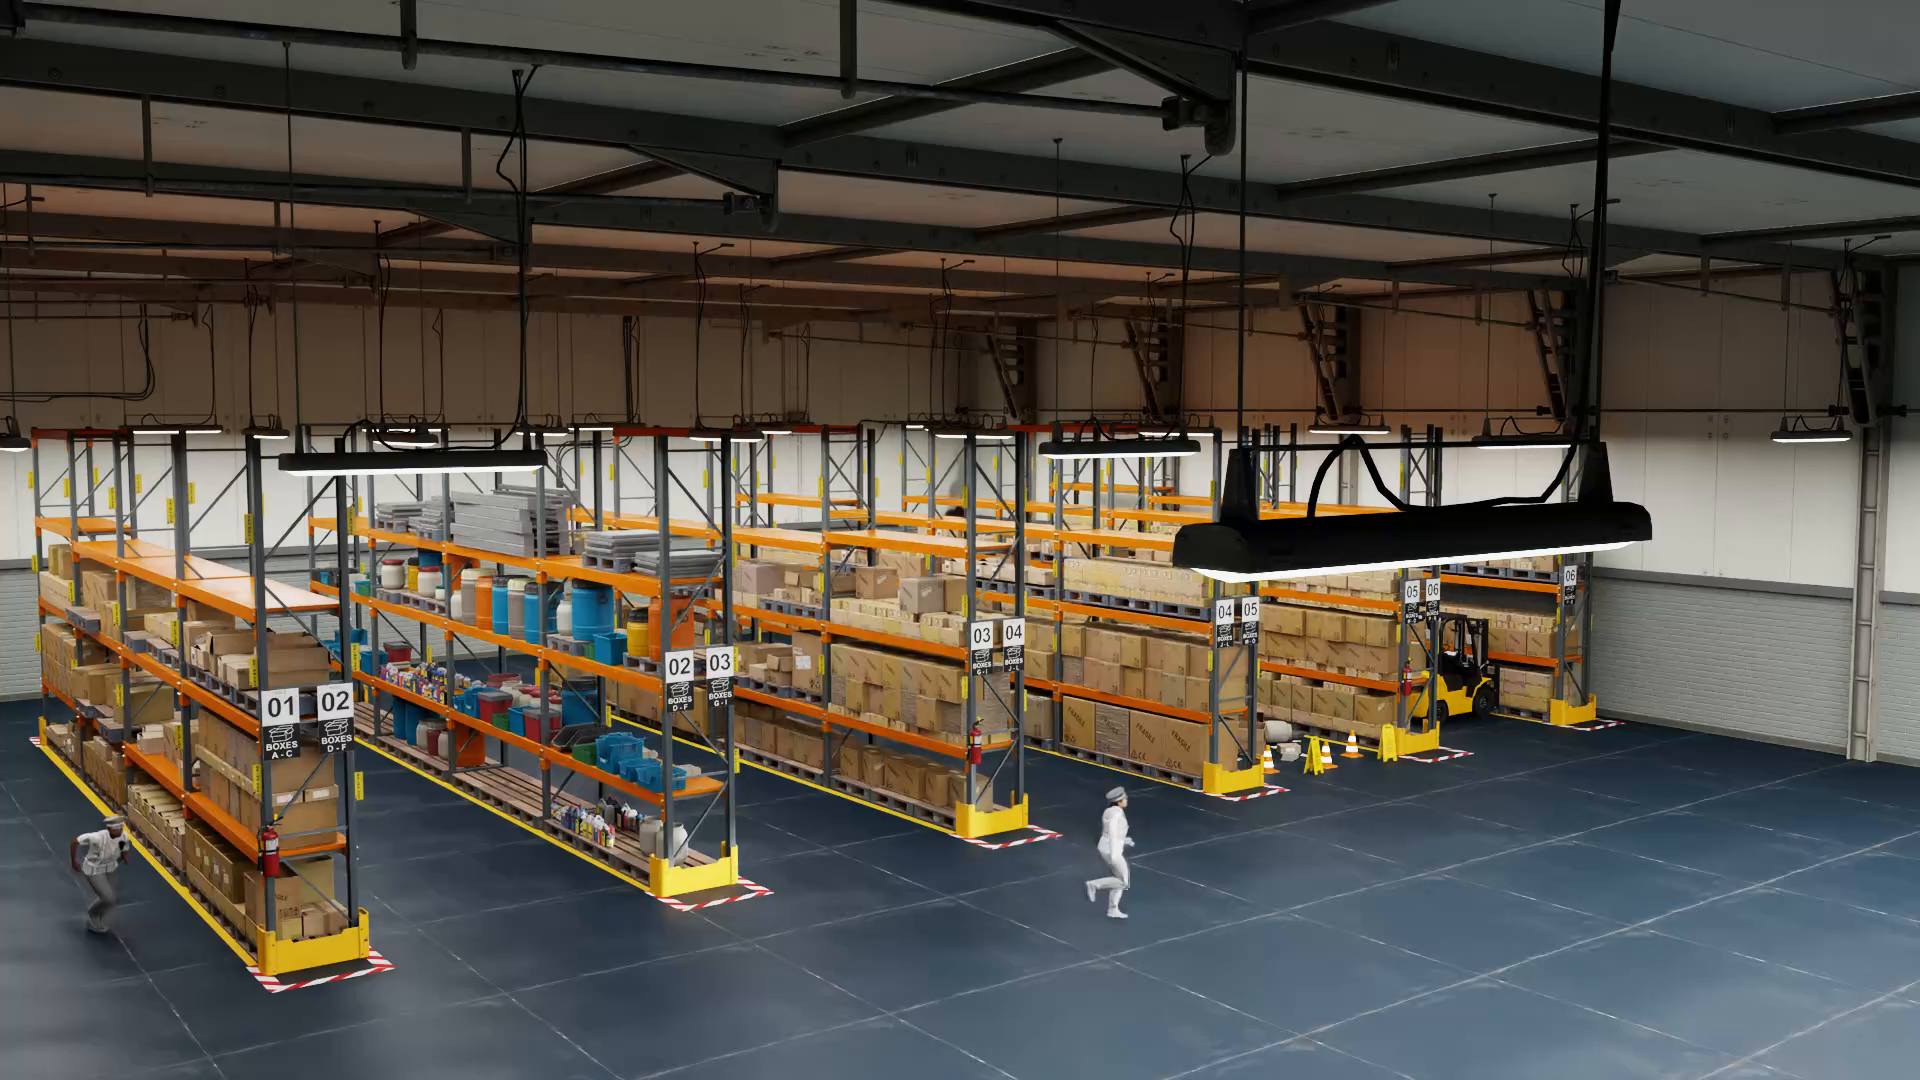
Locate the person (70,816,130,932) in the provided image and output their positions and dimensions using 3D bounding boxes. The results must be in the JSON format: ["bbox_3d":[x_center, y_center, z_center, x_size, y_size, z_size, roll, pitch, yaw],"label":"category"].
[{"bbox_3d":[-10.295,4.022,19.936,0.851,1.491,0.601,3,5,31],"label":"person"}]

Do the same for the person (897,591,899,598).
[{"bbox_3d":[-1.787,1.964,44.410,0.705,1.792,0.709,-2,5,-22],"label":"person"}]

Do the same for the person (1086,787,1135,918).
[{"bbox_3d":[1.884,3.904,20.718,0.653,1.652,0.651,-1,5,-12],"label":"person"}]

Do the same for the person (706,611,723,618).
[{"bbox_3d":[-6.040,2.311,40.951,0.540,1.601,0.889,1,5,13],"label":"person"}]
